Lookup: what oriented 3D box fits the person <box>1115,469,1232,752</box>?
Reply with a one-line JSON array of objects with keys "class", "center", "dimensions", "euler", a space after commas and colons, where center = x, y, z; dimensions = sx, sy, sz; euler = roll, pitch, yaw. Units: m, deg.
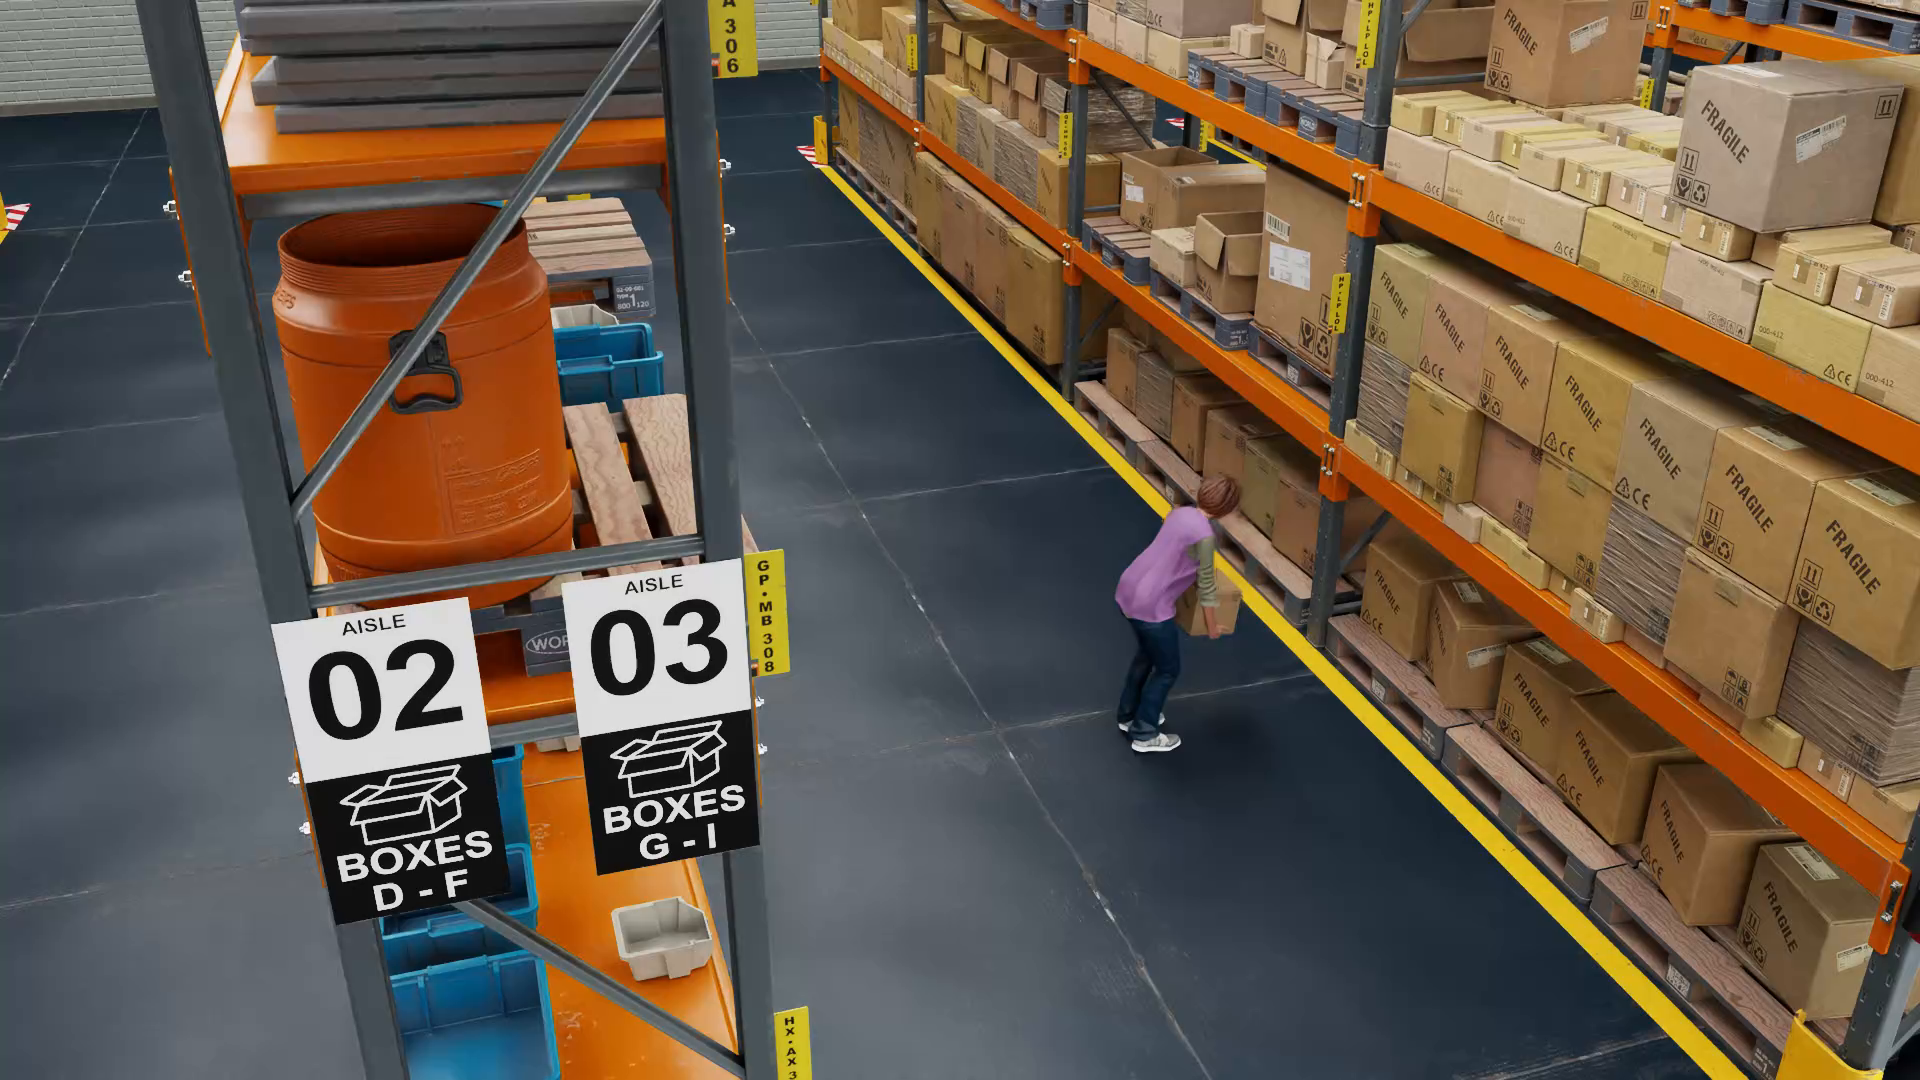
[{"class": "person", "center": [1.079, 0.358, 8.516], "dimensions": [0.578, 1.512, 0.374], "euler": [-9, 28, -17]}]
